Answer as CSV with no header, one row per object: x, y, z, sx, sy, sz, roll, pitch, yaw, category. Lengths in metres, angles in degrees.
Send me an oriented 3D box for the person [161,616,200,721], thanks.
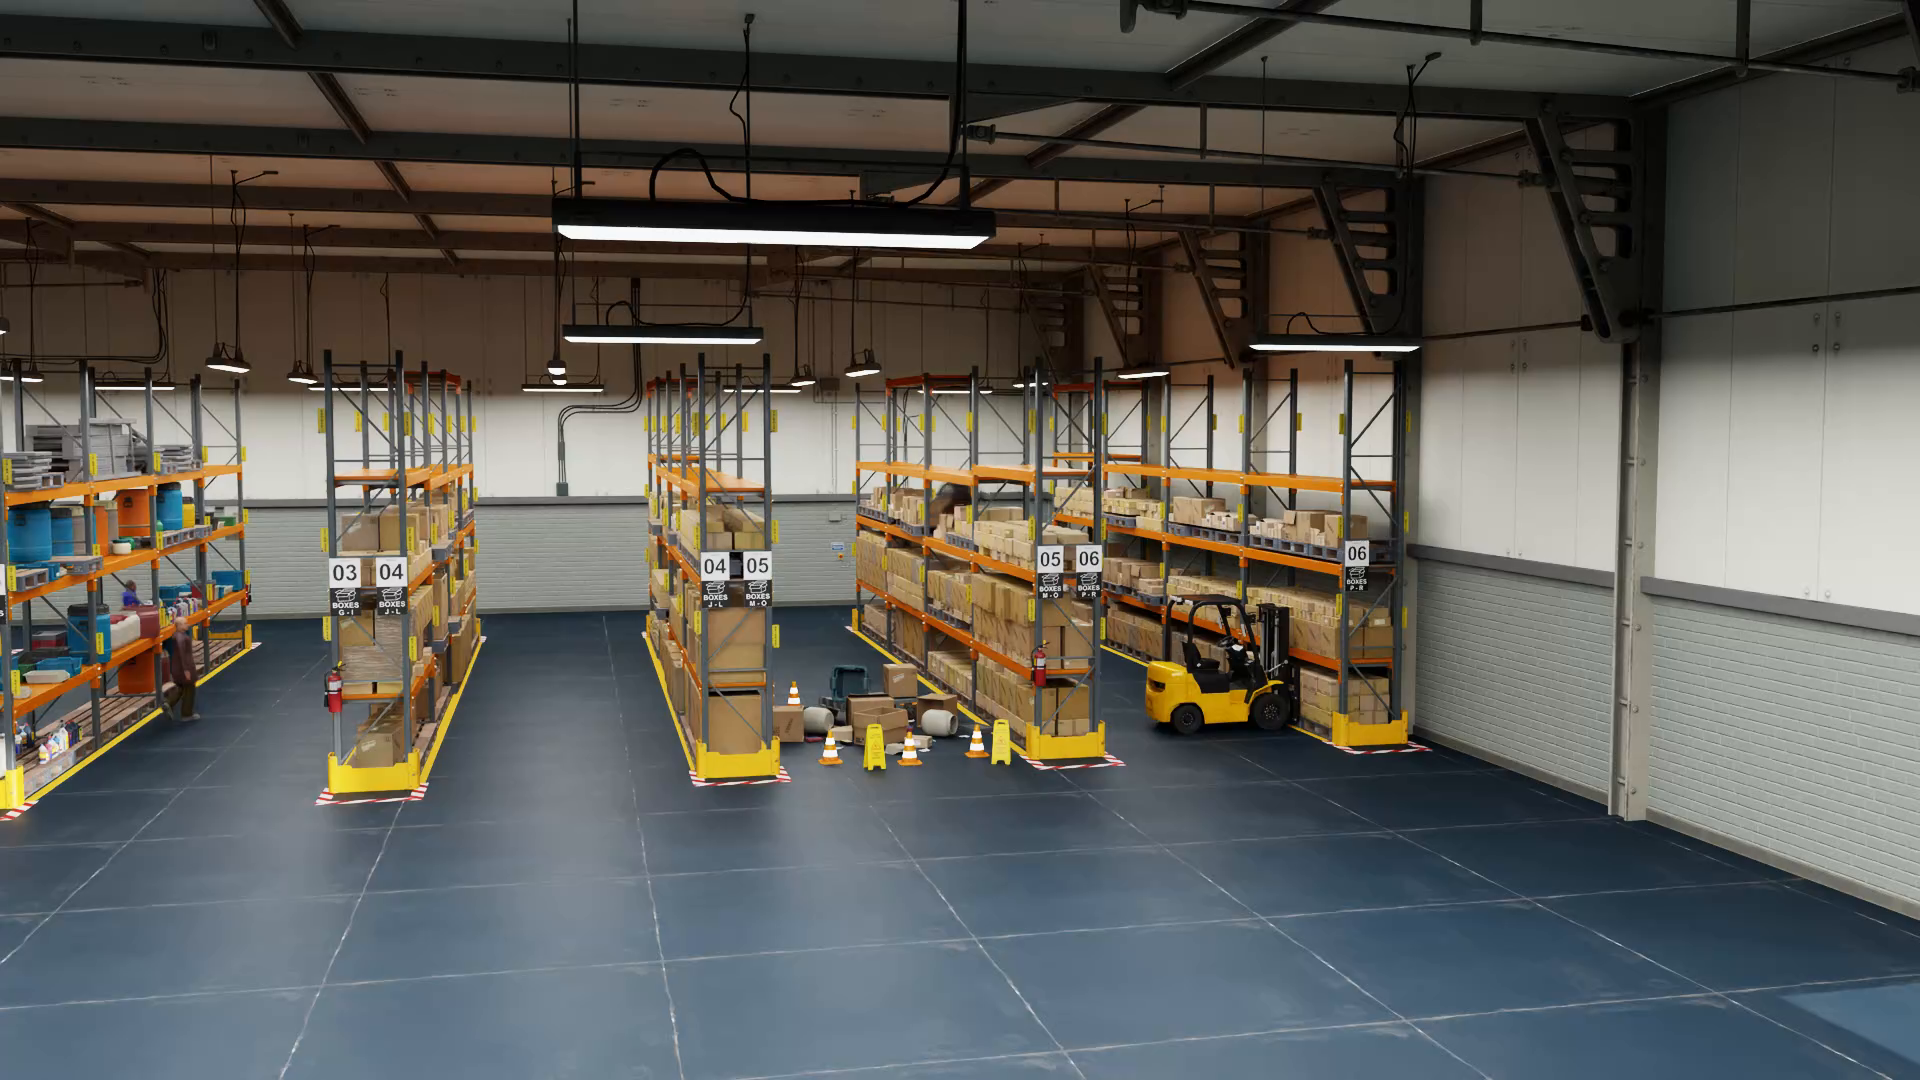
-13.078,2.162,27.866,0.537,1.770,0.664,2,4,27,person

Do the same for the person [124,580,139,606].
-17.801,1.677,35.737,0.355,1.659,0.569,-4,5,-43,person

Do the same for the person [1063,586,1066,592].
2.026,1.591,36.308,0.633,1.781,0.593,-1,4,-15,person
